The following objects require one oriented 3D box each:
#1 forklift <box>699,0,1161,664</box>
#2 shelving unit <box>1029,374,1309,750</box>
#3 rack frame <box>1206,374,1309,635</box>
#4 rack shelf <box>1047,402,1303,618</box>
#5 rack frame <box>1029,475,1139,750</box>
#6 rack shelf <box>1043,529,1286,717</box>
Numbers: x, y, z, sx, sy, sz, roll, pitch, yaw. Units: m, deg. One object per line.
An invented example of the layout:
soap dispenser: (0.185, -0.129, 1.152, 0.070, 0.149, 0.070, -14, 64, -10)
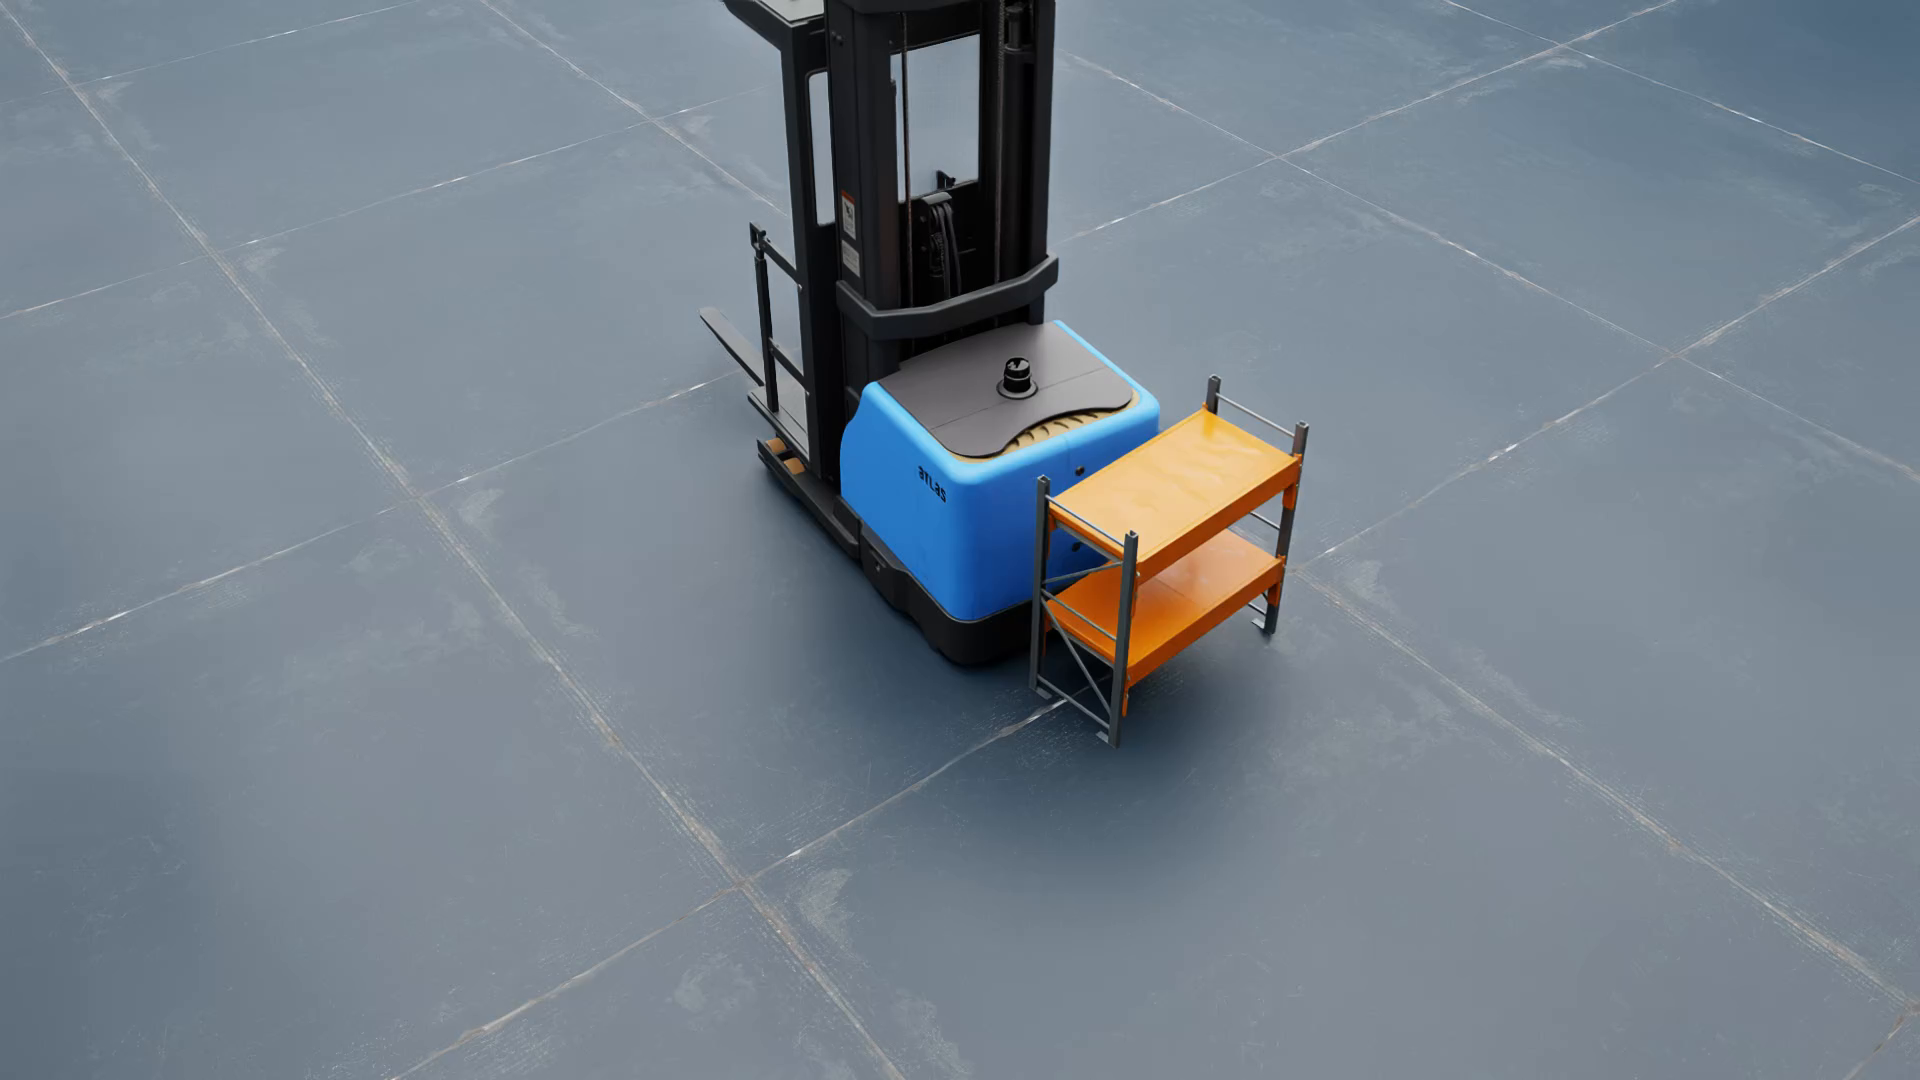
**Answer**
forklift: (-0.347, -1.511, 7.415, 1.130, 2.935, 3.031, -21, 44, -24)
shelving unit: (0.849, 0.085, 6.893, 1.048, 1.125, 0.538, -31, 48, -32)
rack frame: (1.220, -0.136, 7.162, 0.032, 1.125, 0.500, -31, 48, -32)
rack shelf: (0.849, -0.142, 6.707, 1.000, 0.278, 0.538, -31, 48, -32)
rack frame: (0.479, 0.305, 6.624, 0.032, 1.125, 0.500, -31, 48, -32)
rack shelf: (0.849, 0.274, 7.048, 1.000, 0.278, 0.538, -31, 48, -32)
